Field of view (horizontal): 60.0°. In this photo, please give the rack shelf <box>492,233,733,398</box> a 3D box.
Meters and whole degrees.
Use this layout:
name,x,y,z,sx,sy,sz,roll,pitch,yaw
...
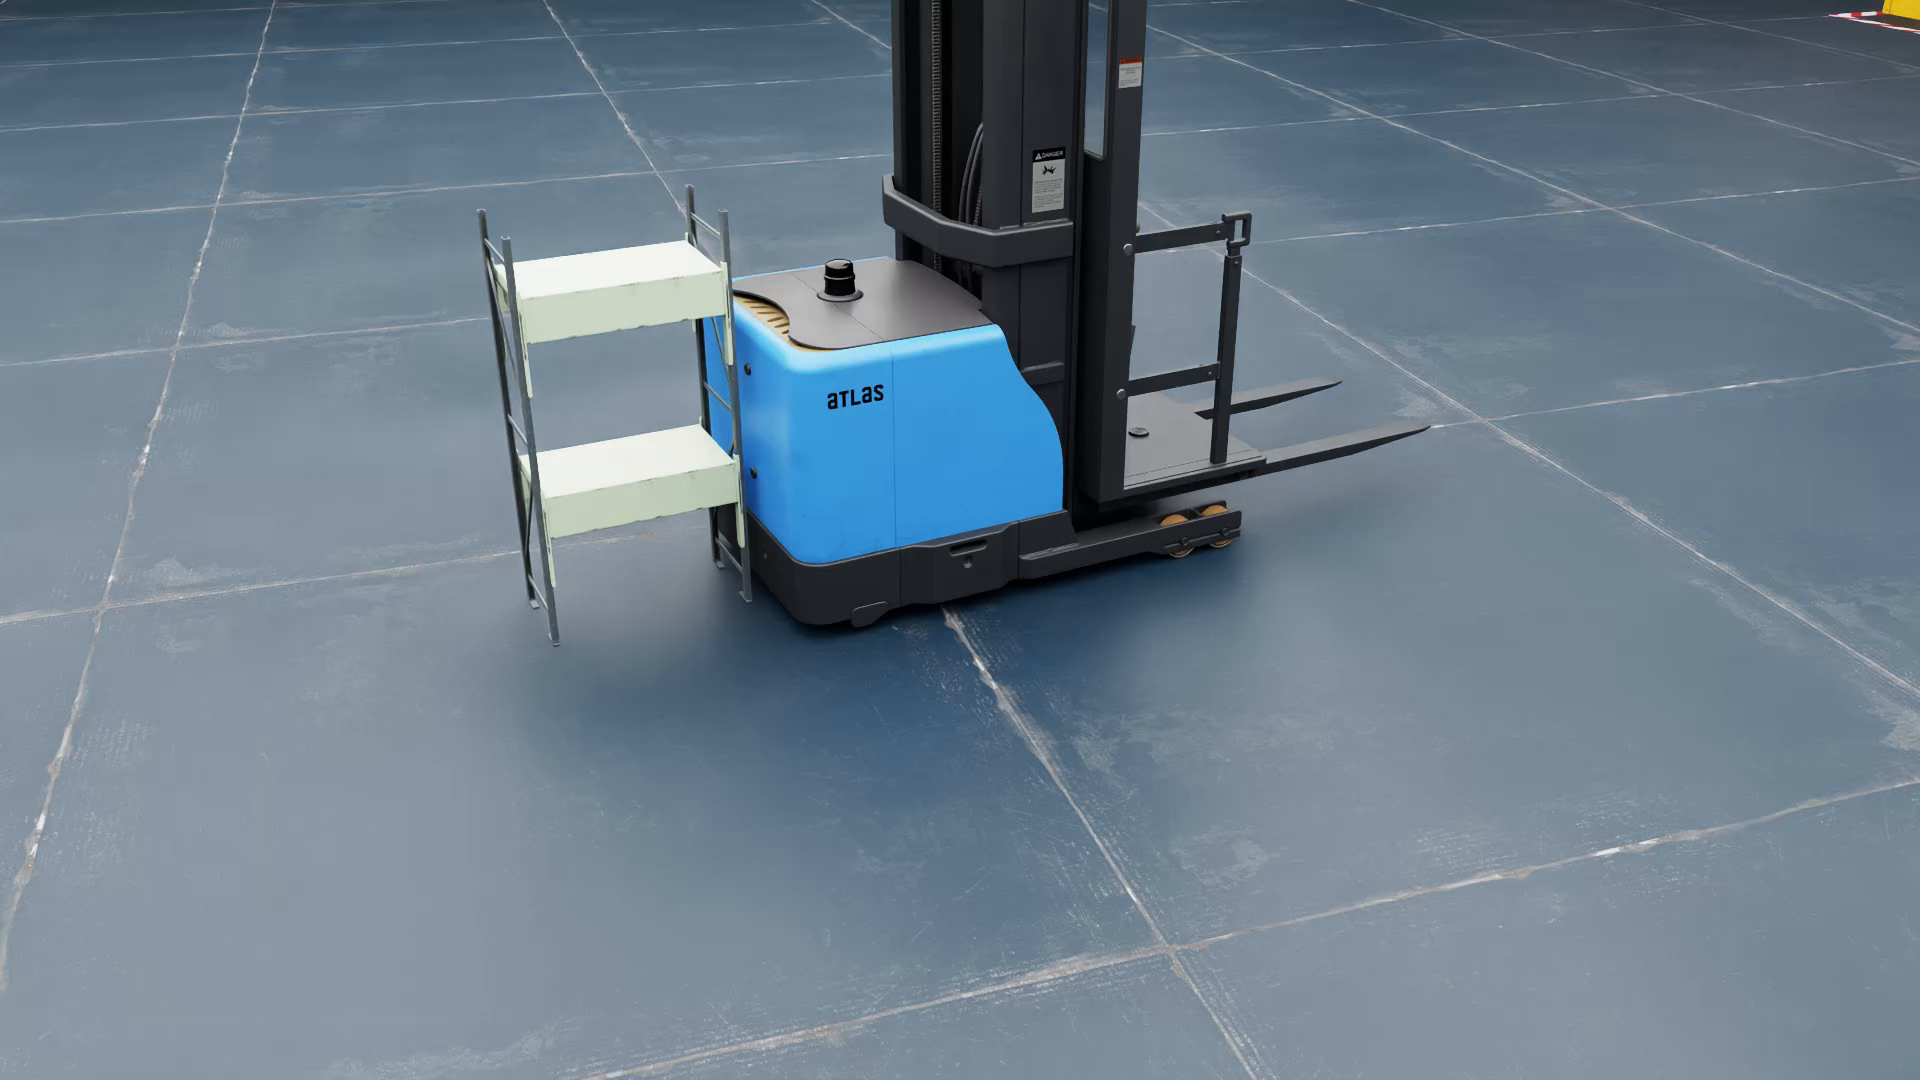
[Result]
name,x,y,z,sx,sy,sz,roll,pitch,yaw
rack shelf,-1.210,-0.792,5.780,0.720,0.370,0.431,-12,29,-24

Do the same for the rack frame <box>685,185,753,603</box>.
name,x,y,z,sx,sy,sz,roll,pitch,yaw
rack frame,-0.882,-0.515,6.100,0.023,1.500,0.400,-12,29,-24

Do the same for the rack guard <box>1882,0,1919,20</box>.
name,x,y,z,sx,sy,sz,roll,pitch,yaw
rack guard,10.687,-5.937,18.147,0.348,0.500,1.175,-8,28,-16

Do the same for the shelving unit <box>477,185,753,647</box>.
name,x,y,z,sx,sy,sz,roll,pitch,yaw
shelving unit,-1.210,-0.442,5.954,0.755,1.500,0.431,-12,29,-24

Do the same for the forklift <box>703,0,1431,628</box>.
name,x,y,z,sx,sy,sz,roll,pitch,yaw
forklift,0.558,-1.439,6.353,3.031,2.935,1.130,-13,29,-24

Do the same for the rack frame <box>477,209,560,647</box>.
name,x,y,z,sx,sy,sz,roll,pitch,yaw
rack frame,-1.537,-0.369,5.808,0.023,1.500,0.400,-12,29,-24

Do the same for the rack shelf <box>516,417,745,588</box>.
name,x,y,z,sx,sy,sz,roll,pitch,yaw
rack shelf,-1.210,-0.150,6.099,0.720,0.370,0.431,-12,29,-24
